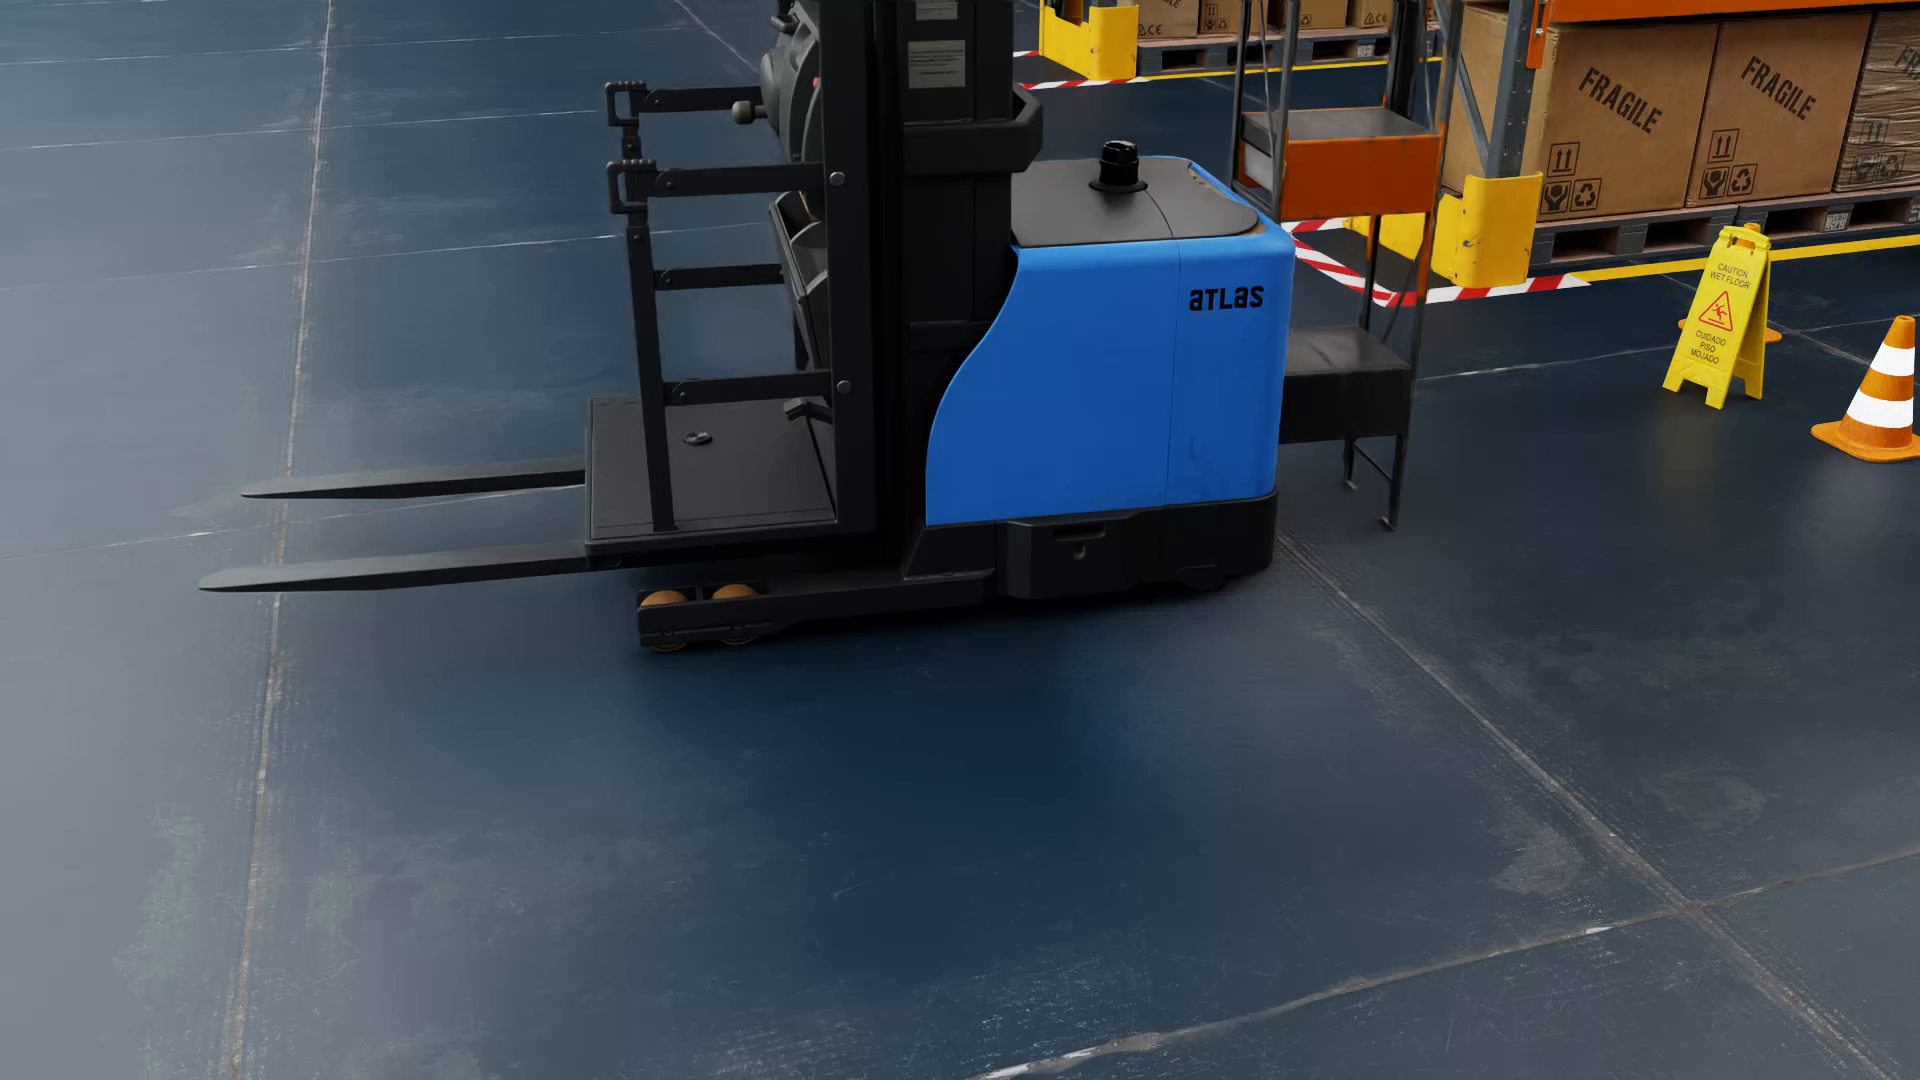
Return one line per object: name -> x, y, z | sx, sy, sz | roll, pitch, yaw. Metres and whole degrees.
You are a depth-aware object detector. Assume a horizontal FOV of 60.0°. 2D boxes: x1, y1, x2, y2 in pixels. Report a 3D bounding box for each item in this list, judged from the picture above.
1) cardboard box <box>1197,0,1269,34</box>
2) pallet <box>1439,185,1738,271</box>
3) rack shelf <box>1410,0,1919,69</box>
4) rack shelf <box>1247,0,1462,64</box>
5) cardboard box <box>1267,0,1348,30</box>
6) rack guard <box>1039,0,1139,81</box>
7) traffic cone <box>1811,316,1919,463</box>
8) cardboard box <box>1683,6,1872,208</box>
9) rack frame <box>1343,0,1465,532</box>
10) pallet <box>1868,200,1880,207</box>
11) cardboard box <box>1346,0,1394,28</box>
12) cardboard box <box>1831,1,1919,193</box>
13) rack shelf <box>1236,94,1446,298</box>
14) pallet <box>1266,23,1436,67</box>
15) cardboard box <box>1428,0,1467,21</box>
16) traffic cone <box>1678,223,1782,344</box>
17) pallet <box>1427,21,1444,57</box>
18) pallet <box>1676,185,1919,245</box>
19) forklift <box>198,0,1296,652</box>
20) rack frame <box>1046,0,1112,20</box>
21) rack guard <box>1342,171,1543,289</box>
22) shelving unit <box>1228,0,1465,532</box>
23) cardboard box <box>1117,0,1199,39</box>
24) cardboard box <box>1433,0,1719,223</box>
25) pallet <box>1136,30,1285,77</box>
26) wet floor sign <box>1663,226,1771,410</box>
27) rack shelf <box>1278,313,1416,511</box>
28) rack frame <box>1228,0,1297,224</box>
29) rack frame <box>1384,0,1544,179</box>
cardboard box -> 2.017, -4.103, 12.480 | 0.500, 0.500, 0.500 | -1, 26, -3
pallet -> 3.036, -1.642, 8.320 | 1.213, 0.211, 1.003 | -8, 28, -16
rack shelf -> 4.202, -2.701, 8.126 | 4.000, 0.370, 1.077 | -8, 28, -16
rack shelf -> 1.107, -1.648, 4.665 | 0.480, 0.518, 0.431 | -5, 27, -10
cardboard box -> 2.618, -4.181, 12.638 | 0.500, 0.500, 0.500 | -6, 27, -11
rack guard -> 0.933, -3.750, 12.241 | 0.348, 0.500, 1.175 | -8, 28, -16
traffic cone -> 3.272, -0.560, 5.857 | 0.334, 0.463, 0.336 | -8, 28, -16
cardboard box -> 3.761, -2.227, 8.281 | 0.875, 0.875, 0.875 | -9, 28, -17
rack frame -> 1.347, -1.054, 5.012 | 0.015, 2.100, 0.400 | -5, 27, -10
pallet -> 5.357, -1.978, 8.997 | 1.213, 0.211, 1.003 | -8, 28, -16
cardboard box -> 3.163, -4.239, 12.754 | 0.500, 0.500, 0.500 | -11, 28, -21
cardboard box -> 4.628, -2.352, 8.532 | 0.875, 0.875, 0.875 | -8, 28, -16
rack shelf -> 1.107, -1.021, 4.976 | 0.480, 0.518, 0.431 | -5, 27, -10
pallet -> 2.874, -3.884, 12.835 | 1.213, 0.211, 1.003 | -8, 28, -16
cardboard box -> 3.729, -4.358, 12.993 | 0.500, 0.500, 0.500 | 0, 26, 0
traffic cone -> 3.245, -1.084, 6.913 | 0.334, 0.463, 0.336 | -8, 28, -16
pallet -> 4.036, -4.053, 13.177 | 1.213, 0.211, 1.003 | -8, 28, -16
pallet -> 4.194, -1.808, 8.655 | 1.213, 0.211, 1.003 | -8, 28, -16
forklift -> -0.635, -1.258, 4.488 | 3.031, 2.935, 1.130 | -5, 27, -10
rack frame -> 0.861, -4.859, 11.664 | 0.127, 3.000, 1.000 | -8, 28, -16
rack guard -> 2.278, -1.625, 7.961 | 0.348, 0.500, 1.175 | -8, 28, -16
shelving unit -> 1.107, -1.033, 4.970 | 0.503, 2.100, 0.431 | -5, 27, -10
cardboard box -> 1.459, -4.006, 12.285 | 0.500, 0.500, 0.500 | -3, 27, -7
cardboard box -> 2.925, -2.105, 8.035 | 0.875, 0.875, 0.875 | -8, 28, -16
pallet -> 1.716, -3.717, 12.500 | 1.213, 0.211, 1.003 | -8, 28, -16
wet floor sign -> 2.886, -0.852, 6.241 | 0.232, 0.644, 0.267 | -13, 29, -25
rack shelf -> 1.107, -0.394, 5.288 | 0.480, 0.518, 0.431 | -5, 27, -10
rack frame -> 0.868, -1.013, 4.929 | 0.015, 2.100, 0.400 | -5, 27, -10
rack frame -> 2.300, -2.748, 7.411 | 0.127, 3.000, 1.000 | -8, 28, -16
